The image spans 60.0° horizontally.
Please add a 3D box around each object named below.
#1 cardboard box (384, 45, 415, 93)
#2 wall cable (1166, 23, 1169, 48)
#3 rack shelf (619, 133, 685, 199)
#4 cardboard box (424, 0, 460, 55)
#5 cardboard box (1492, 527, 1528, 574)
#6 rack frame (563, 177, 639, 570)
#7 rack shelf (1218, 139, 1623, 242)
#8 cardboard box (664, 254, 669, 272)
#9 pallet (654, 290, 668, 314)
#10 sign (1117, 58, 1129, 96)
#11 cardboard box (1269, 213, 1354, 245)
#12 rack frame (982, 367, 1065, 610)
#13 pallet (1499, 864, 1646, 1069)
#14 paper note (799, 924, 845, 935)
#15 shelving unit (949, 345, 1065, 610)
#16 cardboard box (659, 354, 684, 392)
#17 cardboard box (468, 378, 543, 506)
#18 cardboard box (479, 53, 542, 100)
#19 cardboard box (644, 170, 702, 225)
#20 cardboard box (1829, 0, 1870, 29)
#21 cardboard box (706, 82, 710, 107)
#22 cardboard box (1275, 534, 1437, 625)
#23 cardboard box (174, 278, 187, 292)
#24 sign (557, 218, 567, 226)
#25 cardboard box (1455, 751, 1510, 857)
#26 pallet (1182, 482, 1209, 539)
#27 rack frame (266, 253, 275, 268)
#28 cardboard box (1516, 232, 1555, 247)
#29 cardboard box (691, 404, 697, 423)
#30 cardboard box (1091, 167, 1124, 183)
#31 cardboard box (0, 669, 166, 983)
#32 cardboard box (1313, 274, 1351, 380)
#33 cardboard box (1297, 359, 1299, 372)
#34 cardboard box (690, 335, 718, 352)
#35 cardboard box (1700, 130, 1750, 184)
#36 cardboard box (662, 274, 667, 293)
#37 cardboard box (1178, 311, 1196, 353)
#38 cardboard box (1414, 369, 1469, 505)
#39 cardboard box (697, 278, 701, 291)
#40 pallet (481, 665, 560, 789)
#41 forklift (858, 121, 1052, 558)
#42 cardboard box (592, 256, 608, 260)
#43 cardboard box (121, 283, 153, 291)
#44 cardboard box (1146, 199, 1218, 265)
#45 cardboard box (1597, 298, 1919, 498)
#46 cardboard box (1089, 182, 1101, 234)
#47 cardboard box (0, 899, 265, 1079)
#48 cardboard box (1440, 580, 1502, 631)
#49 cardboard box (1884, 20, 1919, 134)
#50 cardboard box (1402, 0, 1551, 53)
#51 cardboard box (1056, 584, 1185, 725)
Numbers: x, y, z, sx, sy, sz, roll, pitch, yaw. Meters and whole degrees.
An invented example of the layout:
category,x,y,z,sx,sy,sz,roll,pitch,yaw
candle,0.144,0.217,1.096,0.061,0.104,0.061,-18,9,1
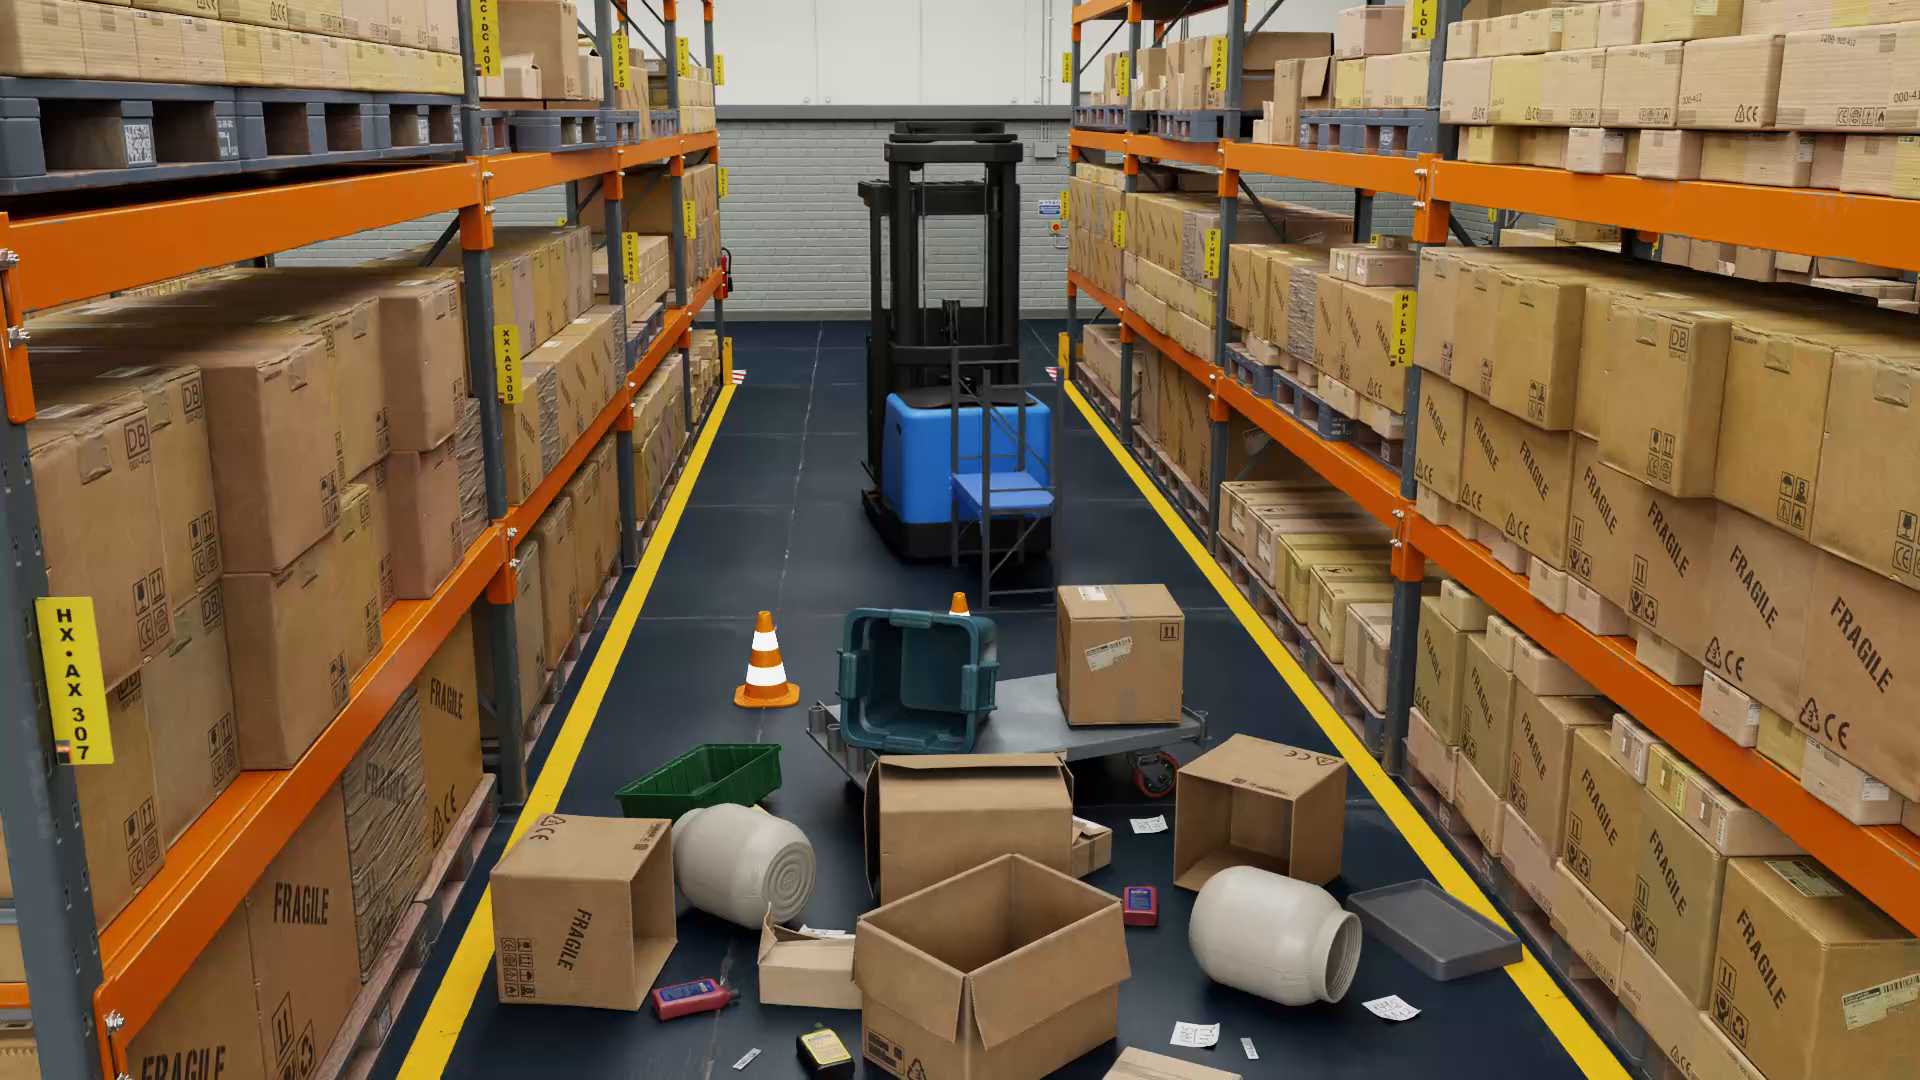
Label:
category,x,y,z,sx,sy,sz,roll,pitch,yaw
cardboard box,-2.054,-1.574,5.564,0.380,0.149,0.250,-1,14,-3
wall cable,1.863,-7.680,23.815,2.355,3.000,0.029,-1,14,-3
rack shelf,-2.817,-2.863,12.560,1.077,0.370,4.000,-1,14,-3
cardboard box,-2.158,-1.924,6.127,0.500,0.250,0.500,-1,14,-4
cardboard box,2.284,0.026,6.409,0.380,0.149,0.250,0,14,-2
rack frame,-2.693,-1.262,10.911,1.000,3.000,0.127,-1,14,-3
rack shelf,2.365,-1.970,9.088,1.077,0.370,4.000,-1,14,-3
cardboard box,-2.719,-2.386,14.346,0.380,0.149,0.250,0,14,-2
pallet,-3.038,-1.971,14.054,1.003,0.211,1.213,-1,14,-3
sign,1.440,-4.091,14.689,0.100,0.325,0.005,-1,14,-3
cardboard box,2.455,-2.022,11.660,0.500,0.500,0.500,-1,14,-5
rack frame,0.383,-0.304,10.200,0.500,1.500,0.032,-3,15,-11
pallet,2.645,1.453,5.957,1.003,0.211,1.213,-1,14,-3
paper note,-0.534,1.484,6.212,0.172,0.023,0.155,4,15,16
shelving unit,0.287,-0.429,10.683,0.538,1.500,1.048,-3,15,-11
cardboard box,-2.642,-1.431,14.238,0.500,0.250,0.500,-1,14,-5
cardboard box,-2.209,-0.450,7.556,0.500,0.500,0.500,-1,14,-3
cardboard box,-2.349,-2.375,8.444,0.396,0.266,0.258,-1,14,-3
cardboard box,-2.773,-3.304,16.043,0.500,0.500,0.500,-1,14,-3
cardboard box,2.446,-1.362,4.185,0.380,0.149,0.250,-1,14,-3
cardboard box,-2.873,-4.636,17.302,0.500,0.250,0.500,-1,14,-5
cardboard box,2.362,0.219,9.588,0.950,0.372,0.625,0,14,-2
cardboard box,-7.651,-2.422,15.924,0.380,0.149,0.250,-1,14,-4
sign,-3.482,-2.666,14.629,0.100,0.325,0.005,-1,14,-3
cardboard box,2.301,1.043,6.628,0.500,0.250,0.500,0,14,0
pallet,2.268,-0.210,12.419,1.003,0.211,1.213,-1,14,-3
rack frame,-8.145,-3.200,18.444,1.000,3.000,0.127,-1,14,-3
cardboard box,6.490,-3.260,18.379,0.500,0.250,0.500,-1,14,-3
cardboard box,-2.642,-1.175,15.451,0.380,0.149,0.250,-2,15,-6
cardboard box,1.546,-3.721,16.959,0.380,0.149,0.250,-1,14,-5
cardboard box,-2.265,0.564,3.515,0.875,0.550,0.550,-1,14,-3
cardboard box,2.174,-1.127,8.748,0.500,0.500,0.500,0,14,-2
cardboard box,2.177,-1.025,9.650,0.380,0.149,0.250,0,14,-1
cardboard box,-2.802,-2.109,17.887,0.380,0.149,0.250,-1,14,-5
cardboard box,2.384,-1.108,4.798,0.380,0.149,0.250,-1,14,-5
cardboard box,-2.701,-2.178,14.133,0.380,0.149,0.250,-1,14,-3
cardboard box,1.904,-1.539,12.290,0.500,0.250,0.500,-1,14,-2
cardboard box,2.238,-0.447,6.947,0.500,0.500,0.500,-1,14,-4
cardboard box,-2.762,-2.537,16.372,0.380,0.149,0.250,0,14,-1
pallet,-2.568,0.893,8.133,1.003,0.211,1.213,-1,14,-3
forklift,-0.154,-1.618,12.434,1.130,2.935,3.031,-3,15,-11
cardboard box,-2.593,-2.011,12.288,0.380,0.149,0.250,0,14,-1
cardboard box,-7.665,-2.397,15.029,0.500,0.250,0.500,-1,14,-4
cardboard box,1.822,-2.526,13.617,0.500,0.500,0.500,-1,14,-5
cardboard box,2.329,-0.425,4.856,0.700,0.500,0.500,-1,14,-4
cardboard box,1.602,-3.381,16.942,0.500,0.500,0.500,-1,14,-3
cardboard box,-2.305,1.386,4.042,0.875,0.875,0.875,-1,14,-3
cardboard box,2.204,0.265,6.844,0.380,0.149,0.250,-1,14,-3
cardboard box,2.437,-1.021,3.659,0.500,0.250,0.500,-1,14,-4
cardboard box,2.326,-2.336,7.522,0.500,0.250,0.500,-1,14,-2
cardboard box,0.715,0.510,7.520,0.500,0.500,0.500,-1,14,-3
